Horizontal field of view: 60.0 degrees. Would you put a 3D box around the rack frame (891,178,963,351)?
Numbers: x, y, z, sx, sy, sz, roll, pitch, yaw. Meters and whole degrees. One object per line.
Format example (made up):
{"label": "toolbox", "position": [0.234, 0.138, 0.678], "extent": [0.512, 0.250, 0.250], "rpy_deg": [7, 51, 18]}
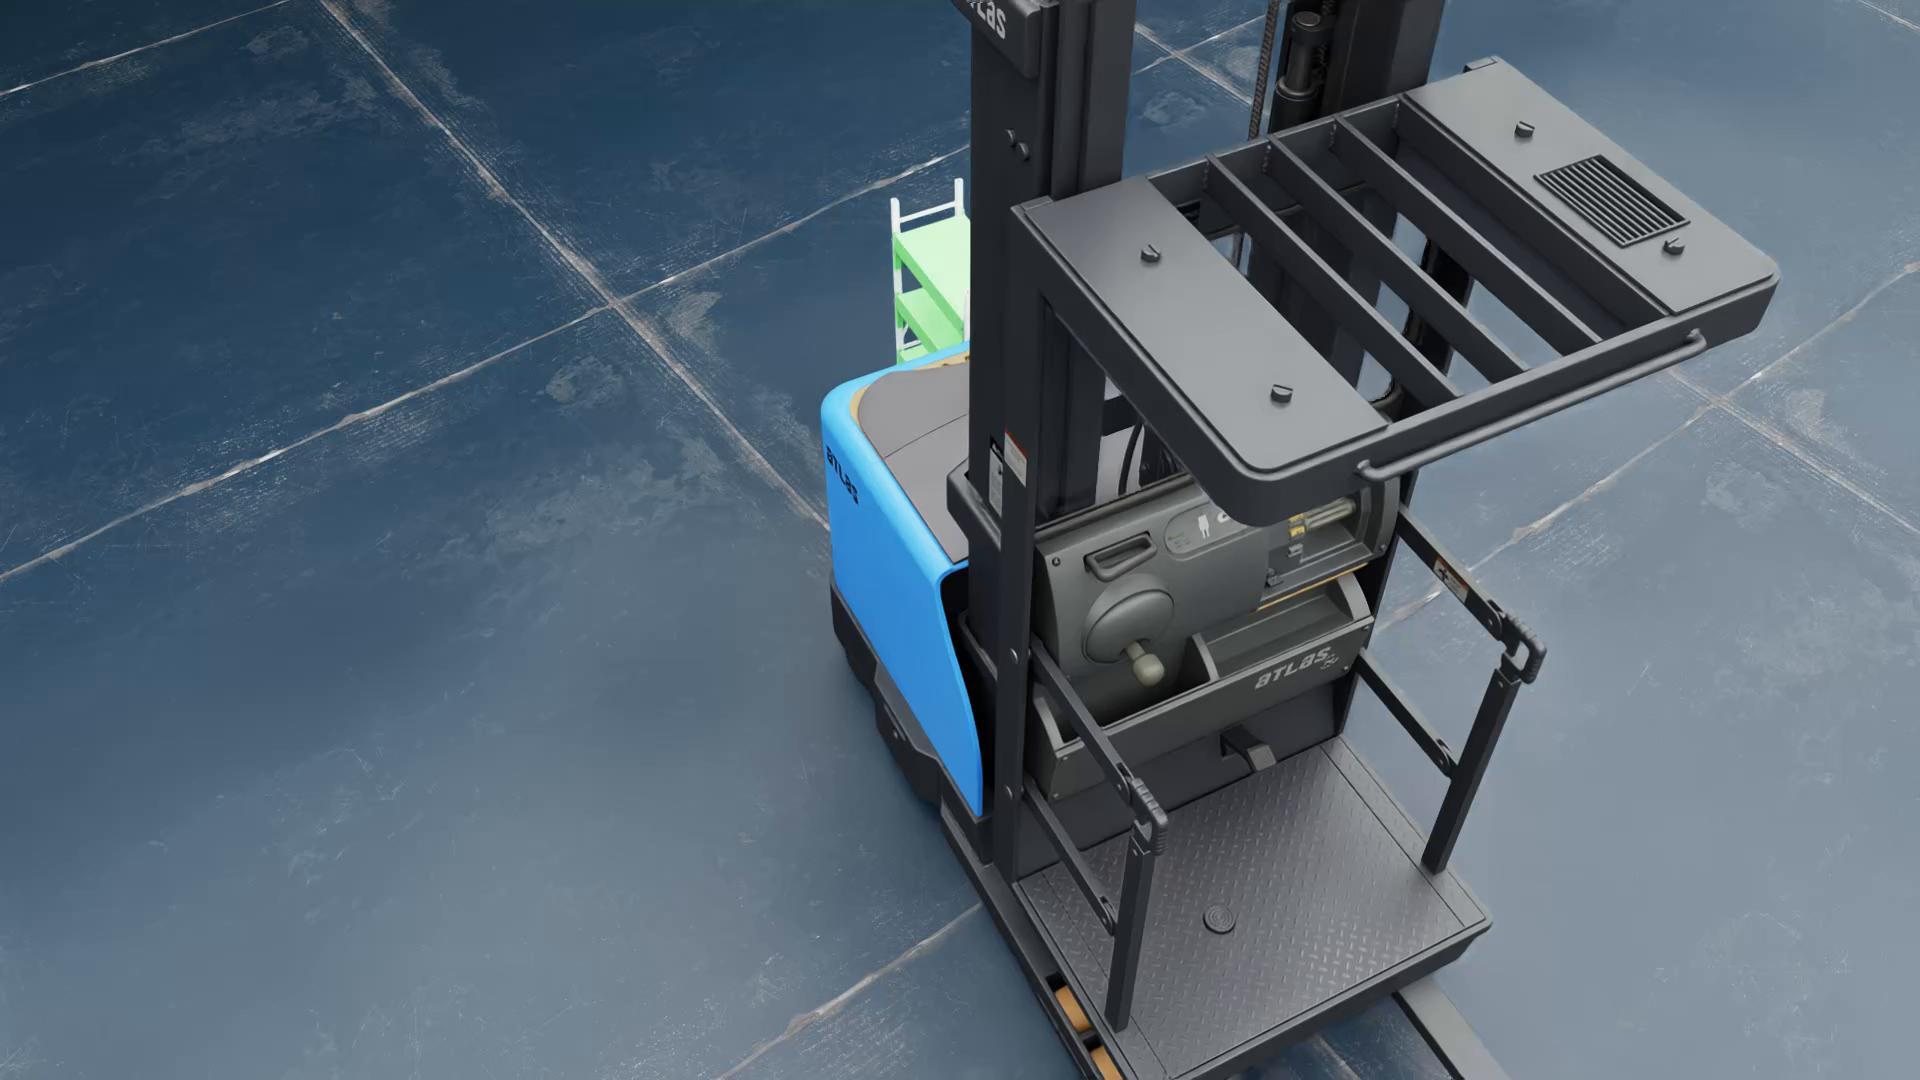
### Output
{"label": "rack frame", "position": [-0.101, -0.672, 5.549], "extent": [0.240, 1.200, 0.015], "rpy_deg": [-21, 51, -18]}

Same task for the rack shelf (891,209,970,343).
{"label": "rack shelf", "position": [0.010, -0.790, 5.095], "extent": [0.258, 0.148, 0.480], "rpy_deg": [-21, 51, -18]}

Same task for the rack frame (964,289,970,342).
{"label": "rack frame", "position": [0.121, -0.350, 5.257], "extent": [0.240, 1.200, 0.015], "rpy_deg": [-21, 51, -18]}

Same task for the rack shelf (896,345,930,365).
{"label": "rack shelf", "position": [0.010, -0.468, 5.451], "extent": [0.258, 0.148, 0.480], "rpy_deg": [-21, 51, -18]}

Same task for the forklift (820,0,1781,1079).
{"label": "forklift", "position": [0.709, 0.124, 3.659], "extent": [1.130, 2.935, 3.031], "rpy_deg": [-21, 51, -18]}

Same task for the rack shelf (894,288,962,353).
{"label": "rack shelf", "position": [0.010, -0.629, 5.273], "extent": [0.258, 0.148, 0.480], "rpy_deg": [-21, 51, -18]}

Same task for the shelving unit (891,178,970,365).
{"label": "shelving unit", "position": [0.010, -0.511, 5.403], "extent": [0.258, 1.200, 0.503], "rpy_deg": [-21, 51, -18]}
